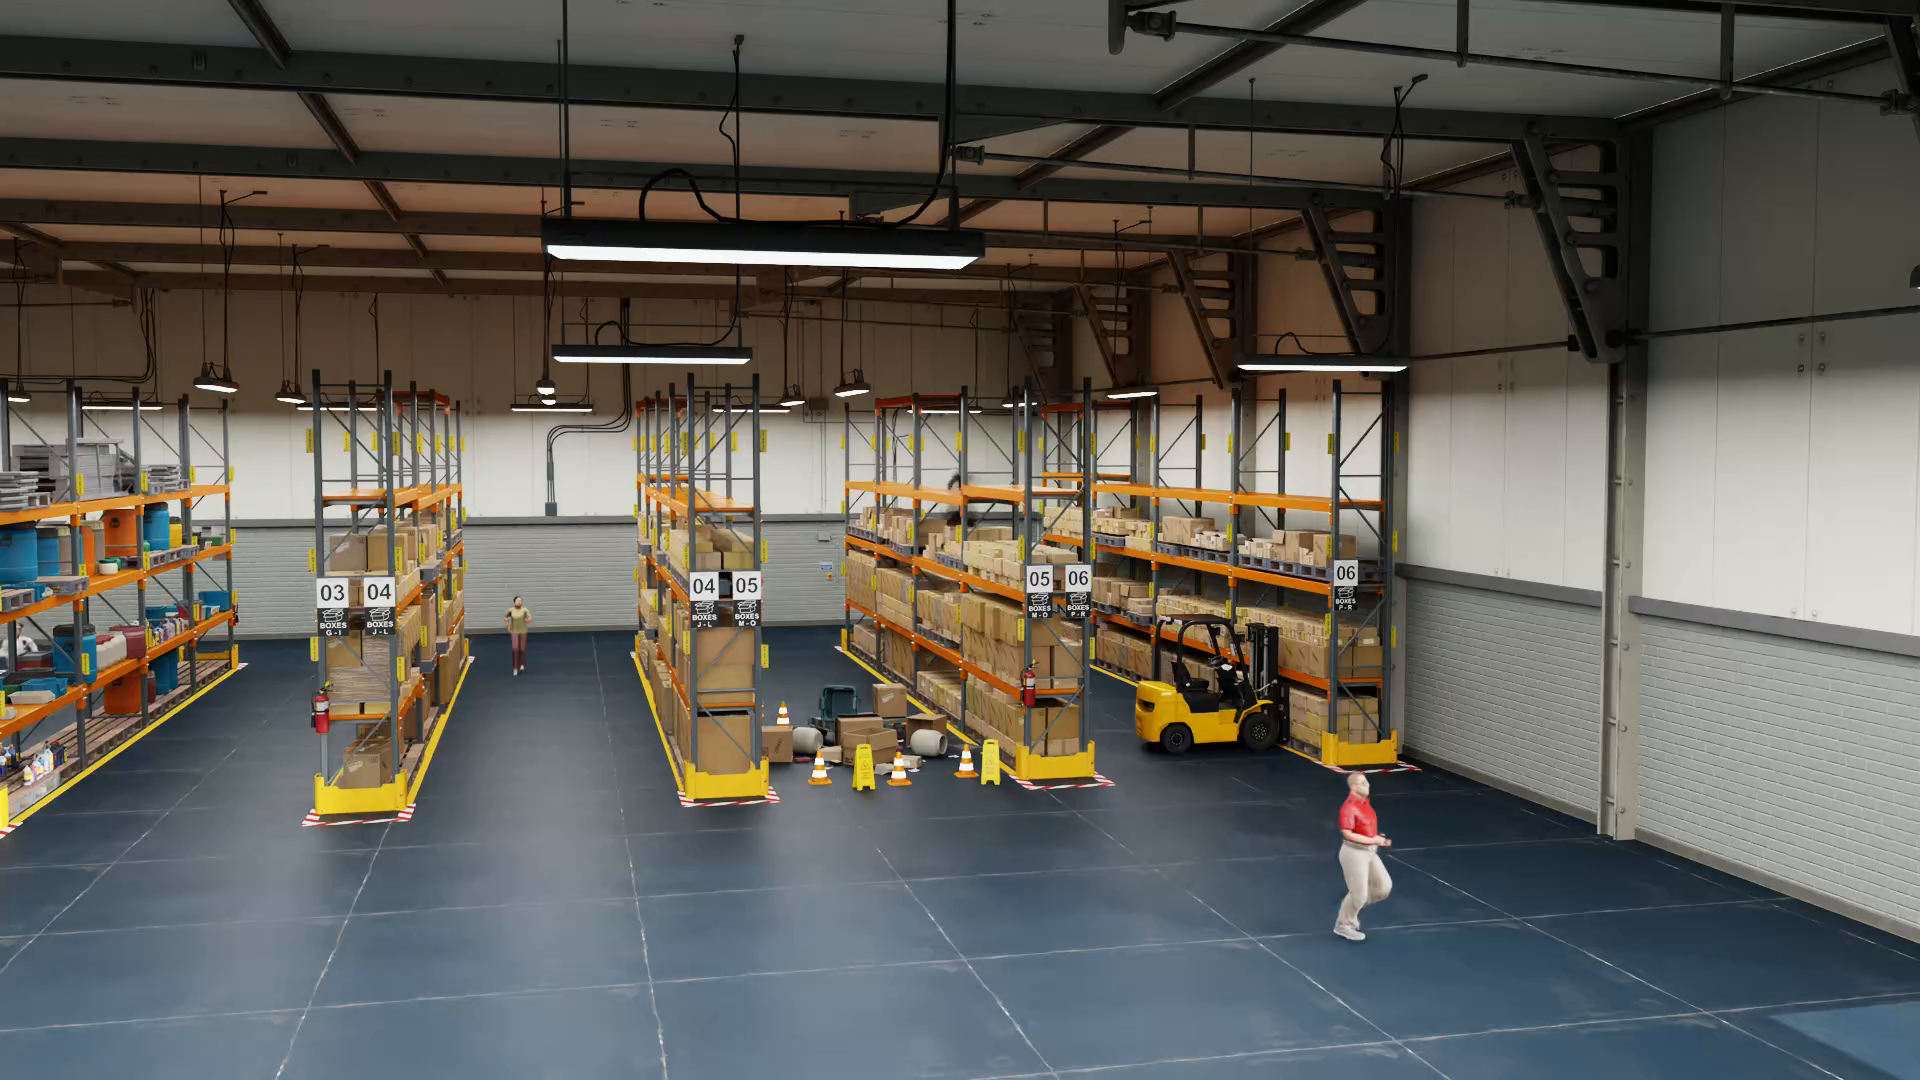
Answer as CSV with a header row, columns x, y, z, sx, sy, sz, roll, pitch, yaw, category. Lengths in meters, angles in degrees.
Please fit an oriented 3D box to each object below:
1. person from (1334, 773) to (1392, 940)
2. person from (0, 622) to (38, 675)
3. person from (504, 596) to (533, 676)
x,y,z,sx,sy,sz,roll,pitch,yaw,category
4.074,3.186,16.752,0.602,1.687,0.652,2,4,36,person
-17.378,2.371,30.669,0.602,1.735,0.811,-1,4,-20,person
-9.622,2.081,36.287,0.582,1.724,0.710,-1,4,-21,person
